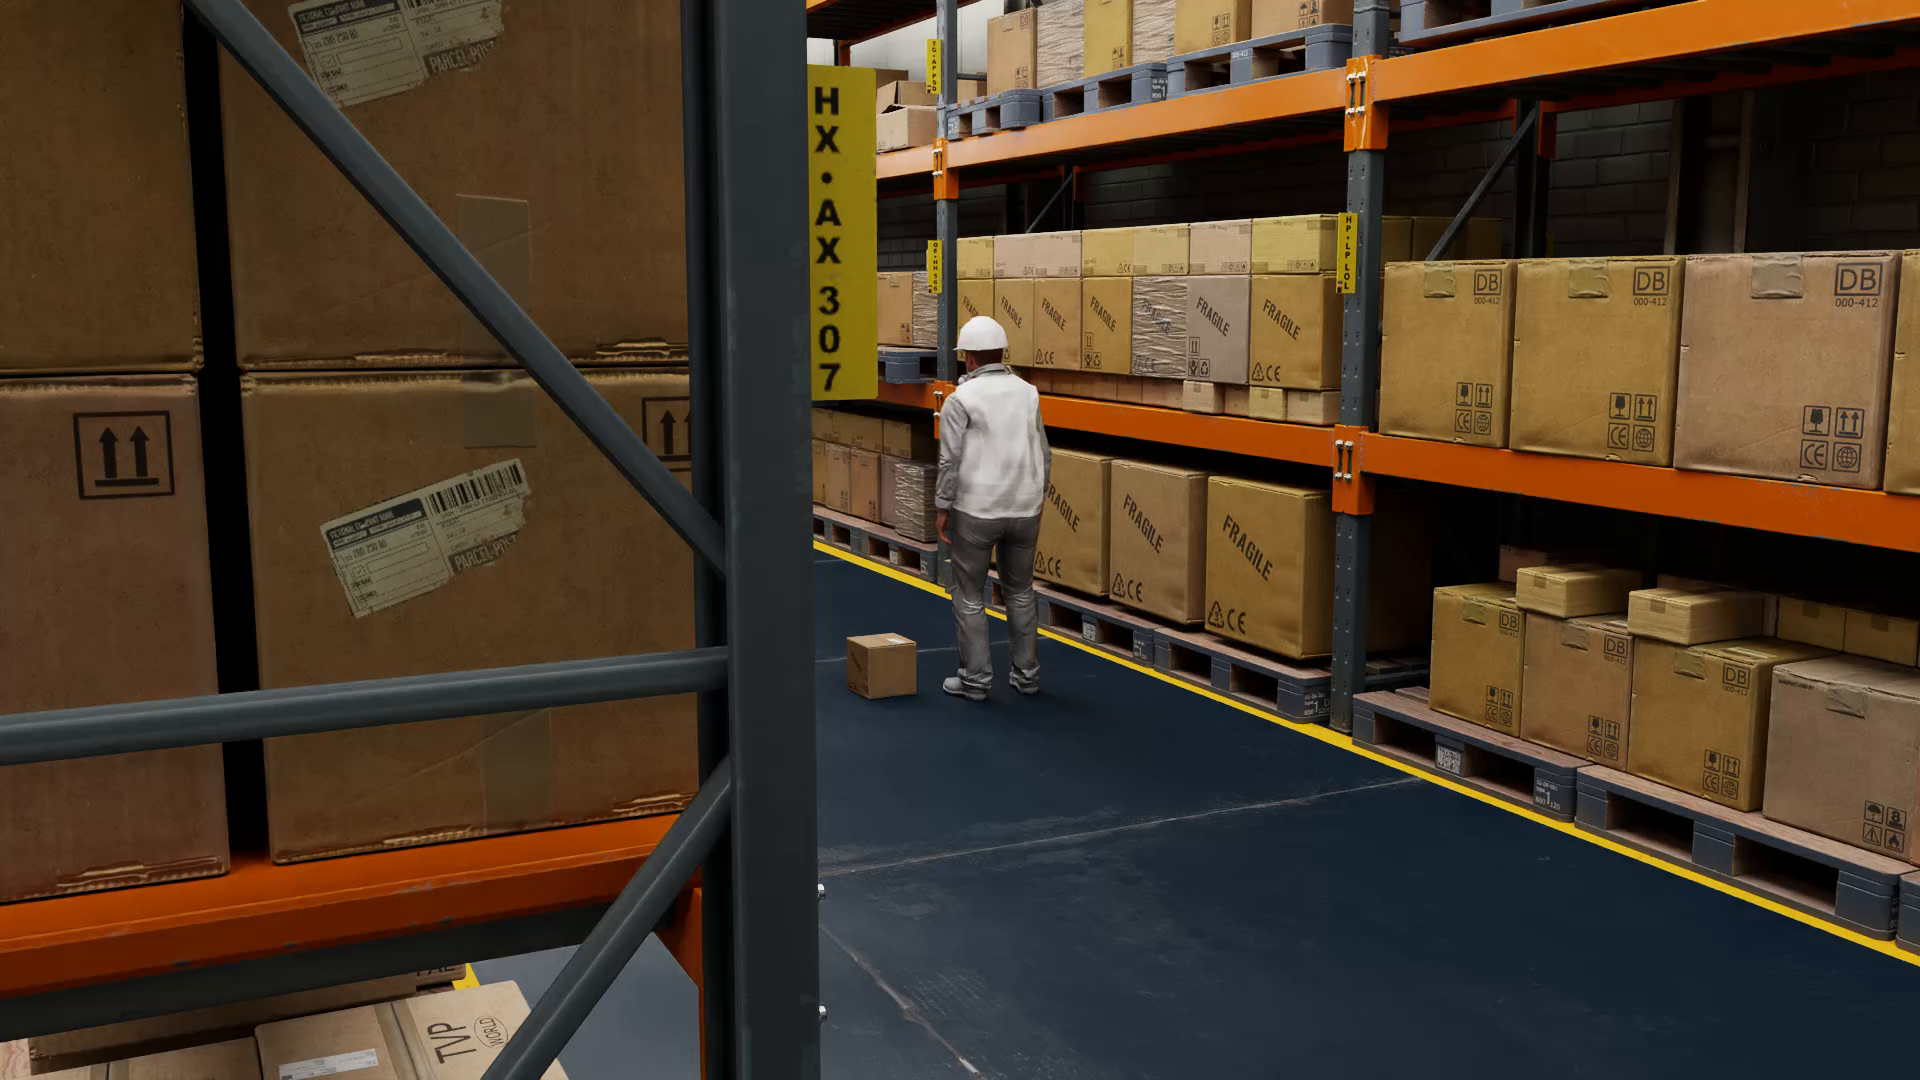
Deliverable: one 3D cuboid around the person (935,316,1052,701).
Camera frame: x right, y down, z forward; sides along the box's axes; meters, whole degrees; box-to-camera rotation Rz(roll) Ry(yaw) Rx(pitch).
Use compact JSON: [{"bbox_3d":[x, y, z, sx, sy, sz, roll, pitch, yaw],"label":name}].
[{"bbox_3d":[0.150,-0.148,7.747,0.581,1.771,0.461,-4,9,-27],"label":"person"}]
